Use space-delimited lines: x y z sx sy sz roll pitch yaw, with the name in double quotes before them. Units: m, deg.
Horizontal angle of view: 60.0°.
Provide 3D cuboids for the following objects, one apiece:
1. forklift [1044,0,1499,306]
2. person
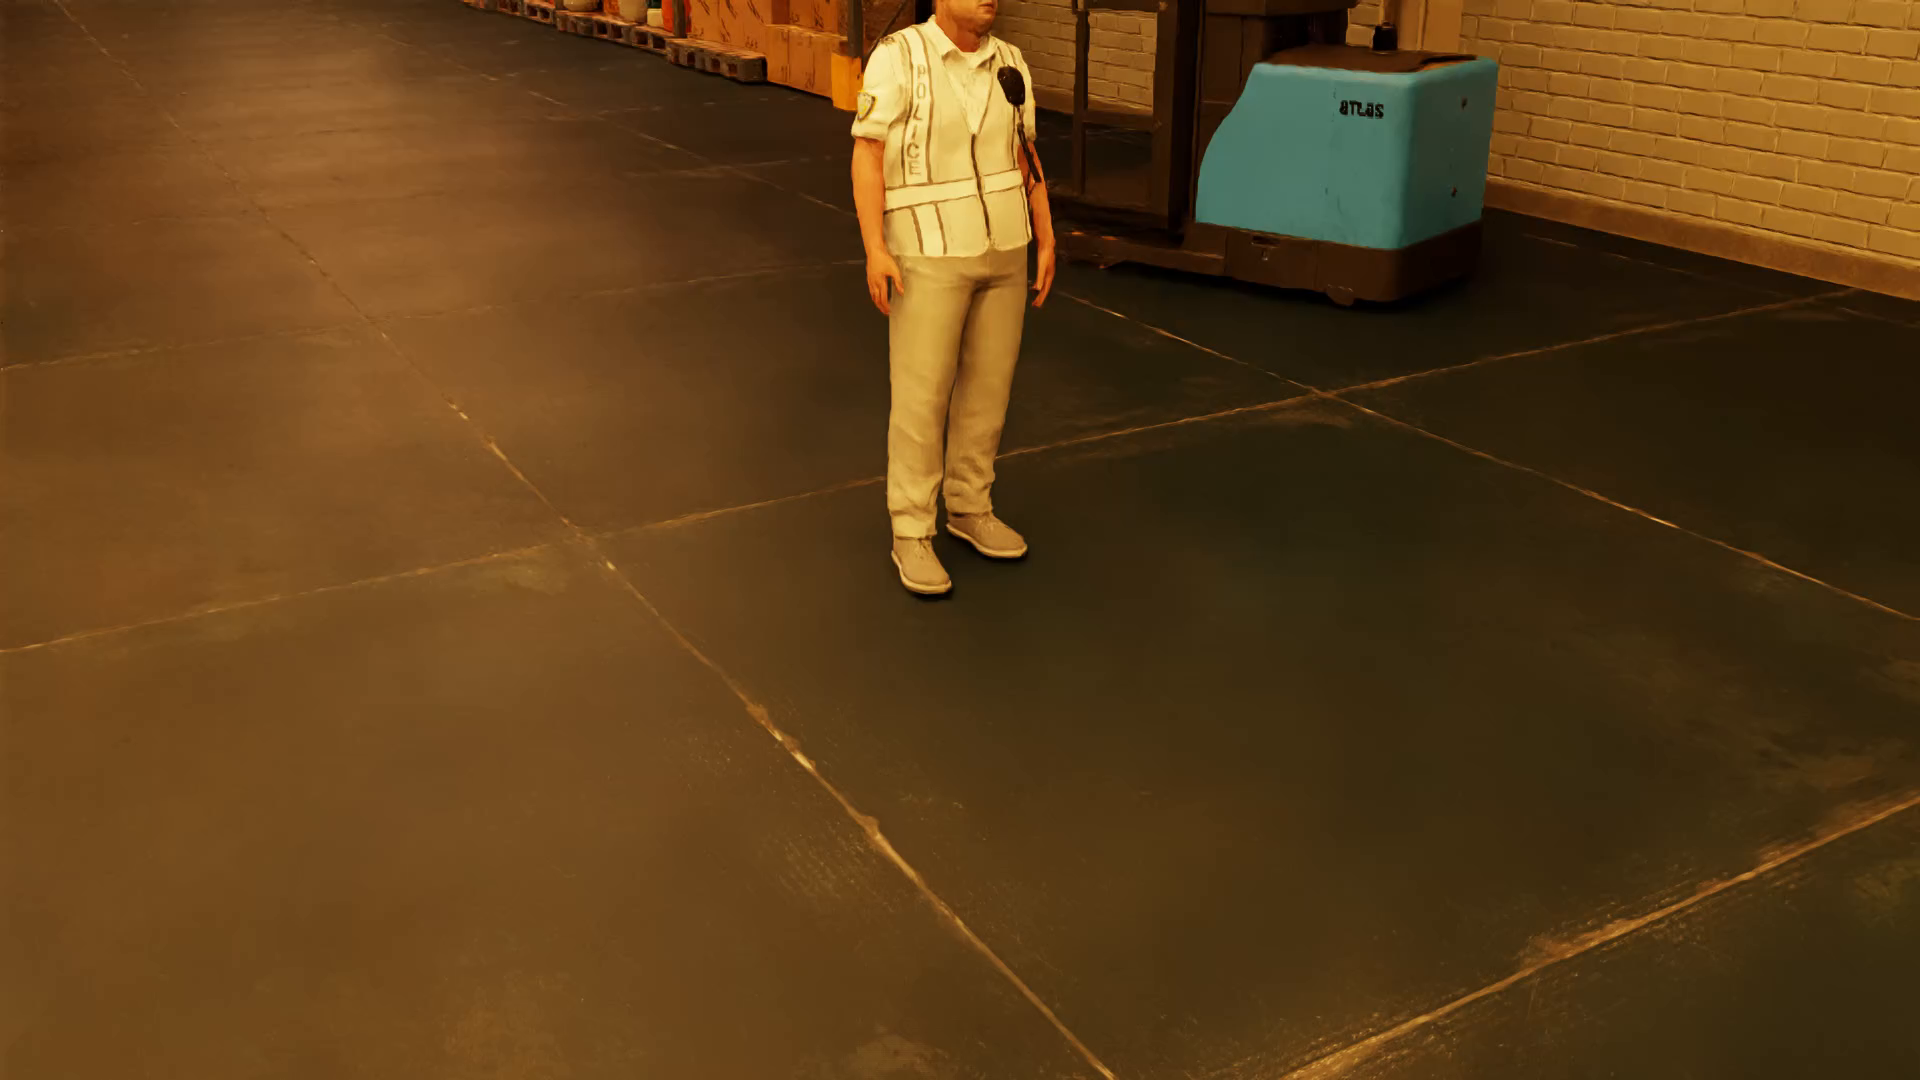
"forklift" 1.126 -2.882 8.297 3.031 2.935 1.130 18 28 36
"person" 0.029 -0.804 4.725 0.640 1.781 0.574 -12 25 -28
